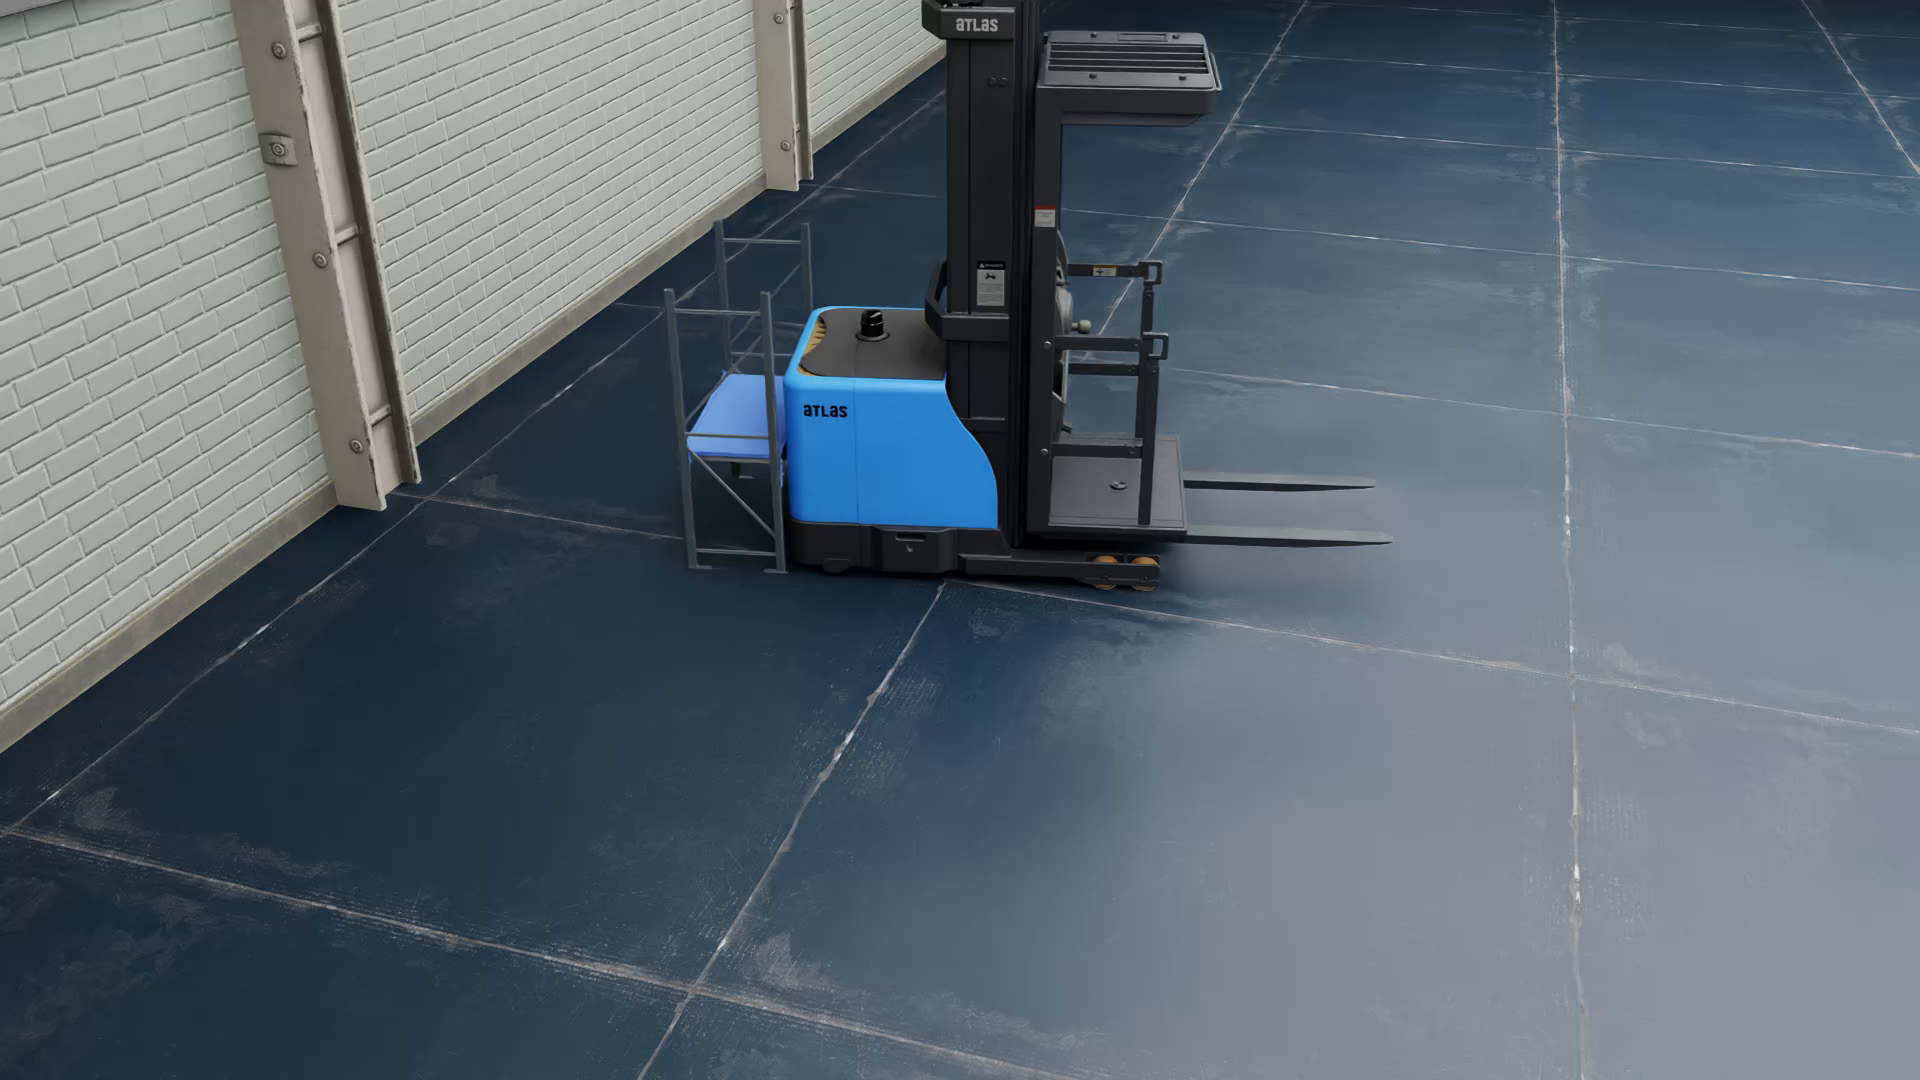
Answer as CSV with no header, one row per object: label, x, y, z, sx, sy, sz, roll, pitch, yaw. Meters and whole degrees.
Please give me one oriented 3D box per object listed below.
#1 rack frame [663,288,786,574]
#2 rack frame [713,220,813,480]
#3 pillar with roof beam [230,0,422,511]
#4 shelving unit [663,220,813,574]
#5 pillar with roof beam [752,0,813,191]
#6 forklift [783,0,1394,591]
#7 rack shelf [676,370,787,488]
rack frame,-1.134,-0.503,8.111,0.500,1.500,0.032,3,29,5
rack frame,-1.032,-0.995,8.995,0.500,1.500,0.032,3,29,5
pillar with roof beam,0.883,-3.589,5.945,9.100,9.000,0.400,8,30,15
shelving unit,-1.083,-0.749,8.553,0.538,1.500,1.048,3,29,5
pillar with roof beam,2.644,-6.377,10.957,9.100,9.000,0.400,8,30,15
forklift,0.675,-1.296,8.065,3.031,2.935,1.130,2,29,4
rack shelf,-1.083,-0.592,8.641,0.538,0.185,1.000,3,29,5
